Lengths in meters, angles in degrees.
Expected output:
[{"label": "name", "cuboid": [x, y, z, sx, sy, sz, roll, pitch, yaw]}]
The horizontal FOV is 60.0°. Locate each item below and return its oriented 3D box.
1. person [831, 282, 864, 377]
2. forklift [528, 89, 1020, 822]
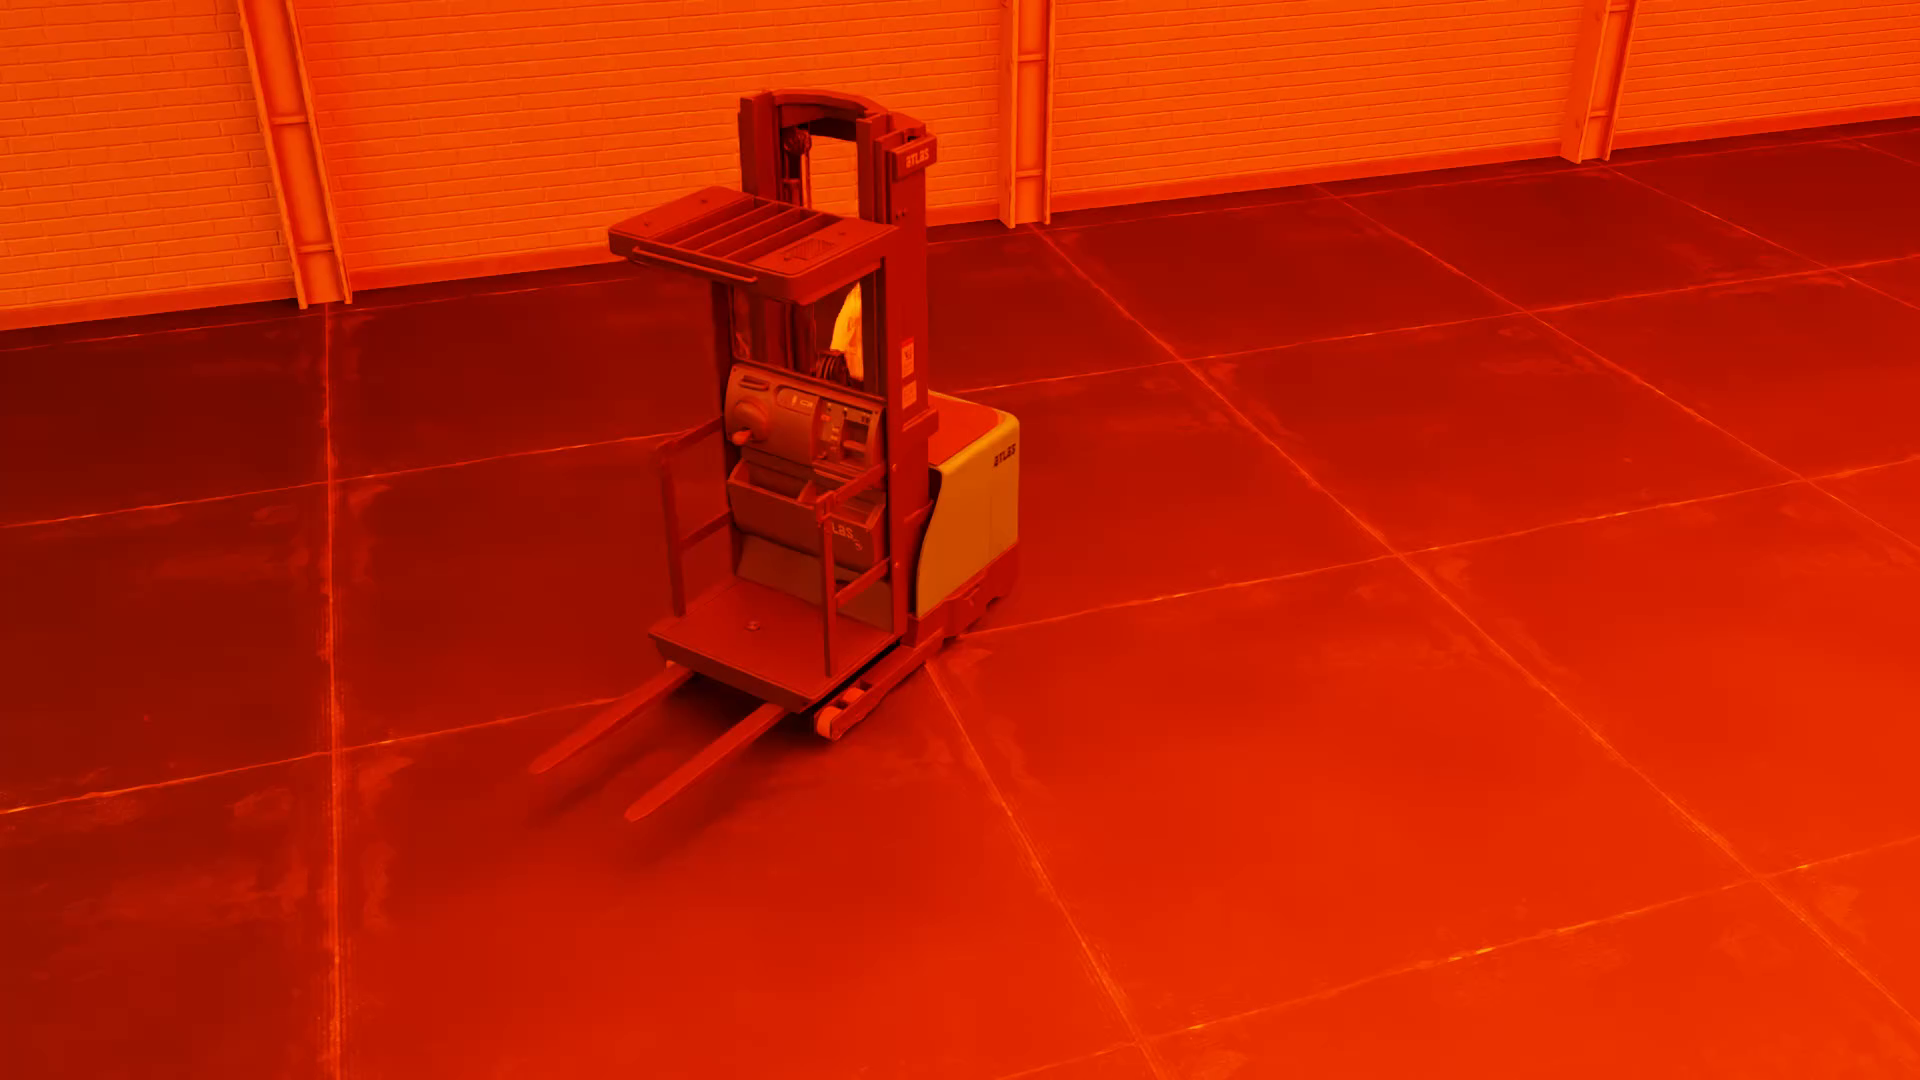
[{"label": "person", "cuboid": [-0.558, -1.040, 10.250, 0.417, 1.633, 0.809, 15, 33, 25]}, {"label": "forklift", "cuboid": [-0.894, -0.543, 8.030, 1.130, 2.935, 3.031, 18, 35, 29]}]
